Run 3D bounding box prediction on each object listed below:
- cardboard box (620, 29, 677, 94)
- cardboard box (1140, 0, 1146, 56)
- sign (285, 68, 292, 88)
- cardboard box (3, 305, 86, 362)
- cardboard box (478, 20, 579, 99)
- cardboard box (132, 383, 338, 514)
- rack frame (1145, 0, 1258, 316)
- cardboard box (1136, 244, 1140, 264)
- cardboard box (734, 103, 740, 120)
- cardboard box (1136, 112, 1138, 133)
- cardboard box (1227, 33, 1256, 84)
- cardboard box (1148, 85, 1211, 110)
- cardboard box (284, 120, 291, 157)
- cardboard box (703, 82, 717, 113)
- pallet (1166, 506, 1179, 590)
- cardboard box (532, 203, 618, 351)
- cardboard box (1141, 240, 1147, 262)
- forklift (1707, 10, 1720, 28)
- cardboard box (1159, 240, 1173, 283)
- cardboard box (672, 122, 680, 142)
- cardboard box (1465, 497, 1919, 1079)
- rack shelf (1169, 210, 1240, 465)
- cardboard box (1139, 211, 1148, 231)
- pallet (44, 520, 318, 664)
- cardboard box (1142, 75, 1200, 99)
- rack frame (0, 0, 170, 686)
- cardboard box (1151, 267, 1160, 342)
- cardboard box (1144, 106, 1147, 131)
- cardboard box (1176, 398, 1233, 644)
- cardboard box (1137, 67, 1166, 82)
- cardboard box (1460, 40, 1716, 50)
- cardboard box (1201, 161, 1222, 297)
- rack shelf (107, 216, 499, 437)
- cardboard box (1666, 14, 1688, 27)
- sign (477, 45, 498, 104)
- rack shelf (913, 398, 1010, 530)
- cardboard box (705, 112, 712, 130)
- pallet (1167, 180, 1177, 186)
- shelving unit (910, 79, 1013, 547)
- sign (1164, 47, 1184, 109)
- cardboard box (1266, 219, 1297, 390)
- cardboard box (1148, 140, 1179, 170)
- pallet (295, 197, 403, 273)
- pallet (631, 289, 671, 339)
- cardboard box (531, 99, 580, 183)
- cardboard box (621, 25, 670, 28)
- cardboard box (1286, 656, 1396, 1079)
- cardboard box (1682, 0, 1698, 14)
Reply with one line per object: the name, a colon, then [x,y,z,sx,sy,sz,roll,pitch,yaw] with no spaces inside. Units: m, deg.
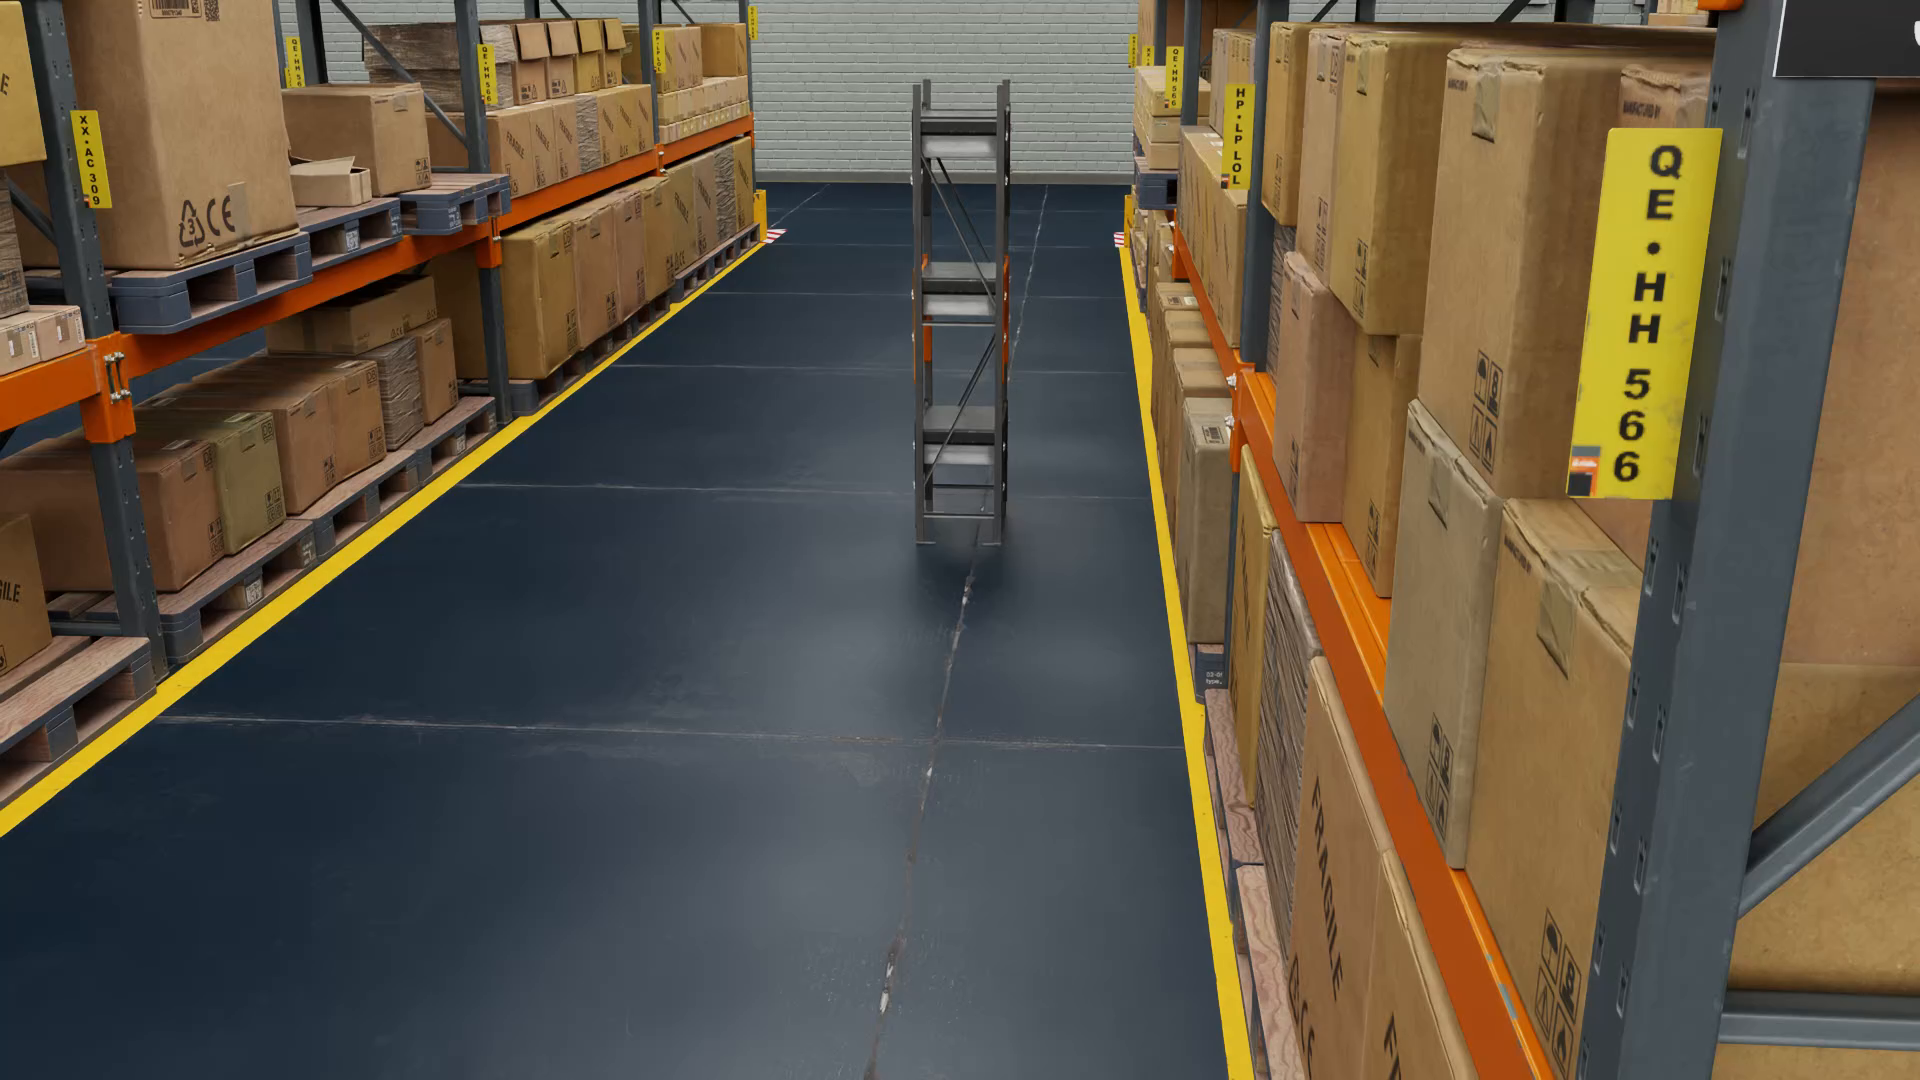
cardboard box: [-2.651,-3.952,13.726,0.500,0.500,0.500,1,18,4]
cardboard box: [1.867,-4.537,14.708,0.500,0.500,0.500,1,18,2]
sign: [-7.044,-4.806,17.510,0.100,0.325,0.005,1,18,4]
cardboard box: [-3.236,-0.705,5.662,0.380,0.149,0.250,1,18,4]
cardboard box: [-3.067,-3.302,11.411,0.797,0.503,0.637,2,18,6]
cardboard box: [-3.355,-0.431,7.729,0.700,0.500,0.500,0,18,-1]
rack frame: [2.000,-3.240,12.995,1.000,3.000,0.127,1,18,4]
cardboard box: [1.762,-2.536,14.750,0.380,0.149,0.250,1,18,4]
cardboard box: [-2.387,-4.228,16.414,0.380,0.149,0.250,1,18,4]
cardboard box: [1.477,-3.045,12.127,0.380,0.149,0.250,1,18,4]
cardboard box: [1.601,-2.065,7.642,0.700,0.500,0.500,1,18,3]
cardboard box: [1.311,-2.601,9.819,0.380,0.149,0.250,1,18,3]
cardboard box: [-3.482,-1.687,7.414,0.797,0.503,0.637,3,18,10]
cardboard box: [-2.530,-4.061,15.263,0.500,0.250,0.500,1,18,4]
pallet: [1.491,-0.052,7.743,1.003,0.211,1.213,1,18,4]
cardboard box: [-3.085,-1.821,11.400,1.225,0.875,0.875,1,18,4]
cardboard box: [1.712,-2.416,13.905,0.380,0.149,0.250,0,18,1]
forklift: [4.575,-1.754,8.568,3.031,2.935,1.130,4,18,11]
cardboard box: [1.526,-1.742,10.556,0.500,0.250,0.500,2,18,5]
cardboard box: [-2.568,-3.429,13.975,0.380,0.149,0.250,1,18,2]
cardboard box: [1.121,0.299,1.953,0.875,0.550,0.550,1,18,4]
rack shelf: [1.570,-1.035,7.420,1.077,0.370,4.000,1,18,4]
cardboard box: [1.779,-2.807,14.621,0.380,0.149,0.250,0,18,1]
pallet: [-3.459,0.185,7.018,1.003,0.211,1.213,1,18,4]
cardboard box: [1.405,-3.006,11.053,0.380,0.149,0.250,2,18,6]
rack frame: [-3.514,-0.898,5.846,1.000,3.000,0.127,1,18,4]
cardboard box: [1.562,-1.546,11.163,0.500,0.500,0.500,0,18,1]
cardboard box: [1.346,-2.626,10.370,0.380,0.149,0.250,1,18,4]
cardboard box: [1.381,-0.081,6.292,1.050,0.750,0.750,1,18,4]
cardboard box: [1.499,-3.405,12.270,0.380,0.149,0.250,2,18,5]
cardboard box: [1.328,-0.556,2.828,0.875,0.550,0.550,1,18,4]
cardboard box: [1.269,-1.285,6.868,0.500,0.500,0.500,1,18,4]
rack shelf: [-3.370,-1.177,7.854,1.077,0.370,4.000,1,18,4]
cardboard box: [6.883,-4.623,15.448,0.500,0.500,0.500,1,18,2]
sign: [-2.685,-2.644,9.442,0.100,0.325,0.005,1,18,4]
rack shelf: [0.012,-0.371,7.975,0.431,0.518,0.480,1,18,4]
cardboard box: [-2.477,-3.832,15.203,0.380,0.149,0.250,1,18,2]
pallet: [1.814,-2.523,11.113,1.003,0.211,1.213,1,18,4]
shelving unit: [0.012,-1.049,7.753,0.431,2.100,0.503,1,18,4]
sign: [1.171,-2.520,9.064,0.100,0.325,0.005,1,18,4]
cardboard box: [1.412,-0.712,5.039,0.875,0.550,0.550,1,18,4]
cardboard box: [1.290,-2.242,9.677,0.380,0.149,0.250,2,18,5]
pallet: [-3.328,-1.433,7.788,1.003,0.211,1.213,1,18,4]
pallet: [-2.920,-1.816,13.127,1.003,0.211,1.213,1,18,4]
cardboard box: [-2.853,-2.652,11.039,0.500,0.500,0.500,1,18,3]
cardboard box: [-3.024,-4.592,15.679,0.500,0.500,0.500,1,18,2]
cardboard box: [1.183,0.811,3.368,0.875,0.875,0.875,1,18,3]
cardboard box: [6.848,-4.887,15.213,0.380,0.149,0.250,1,18,2]
